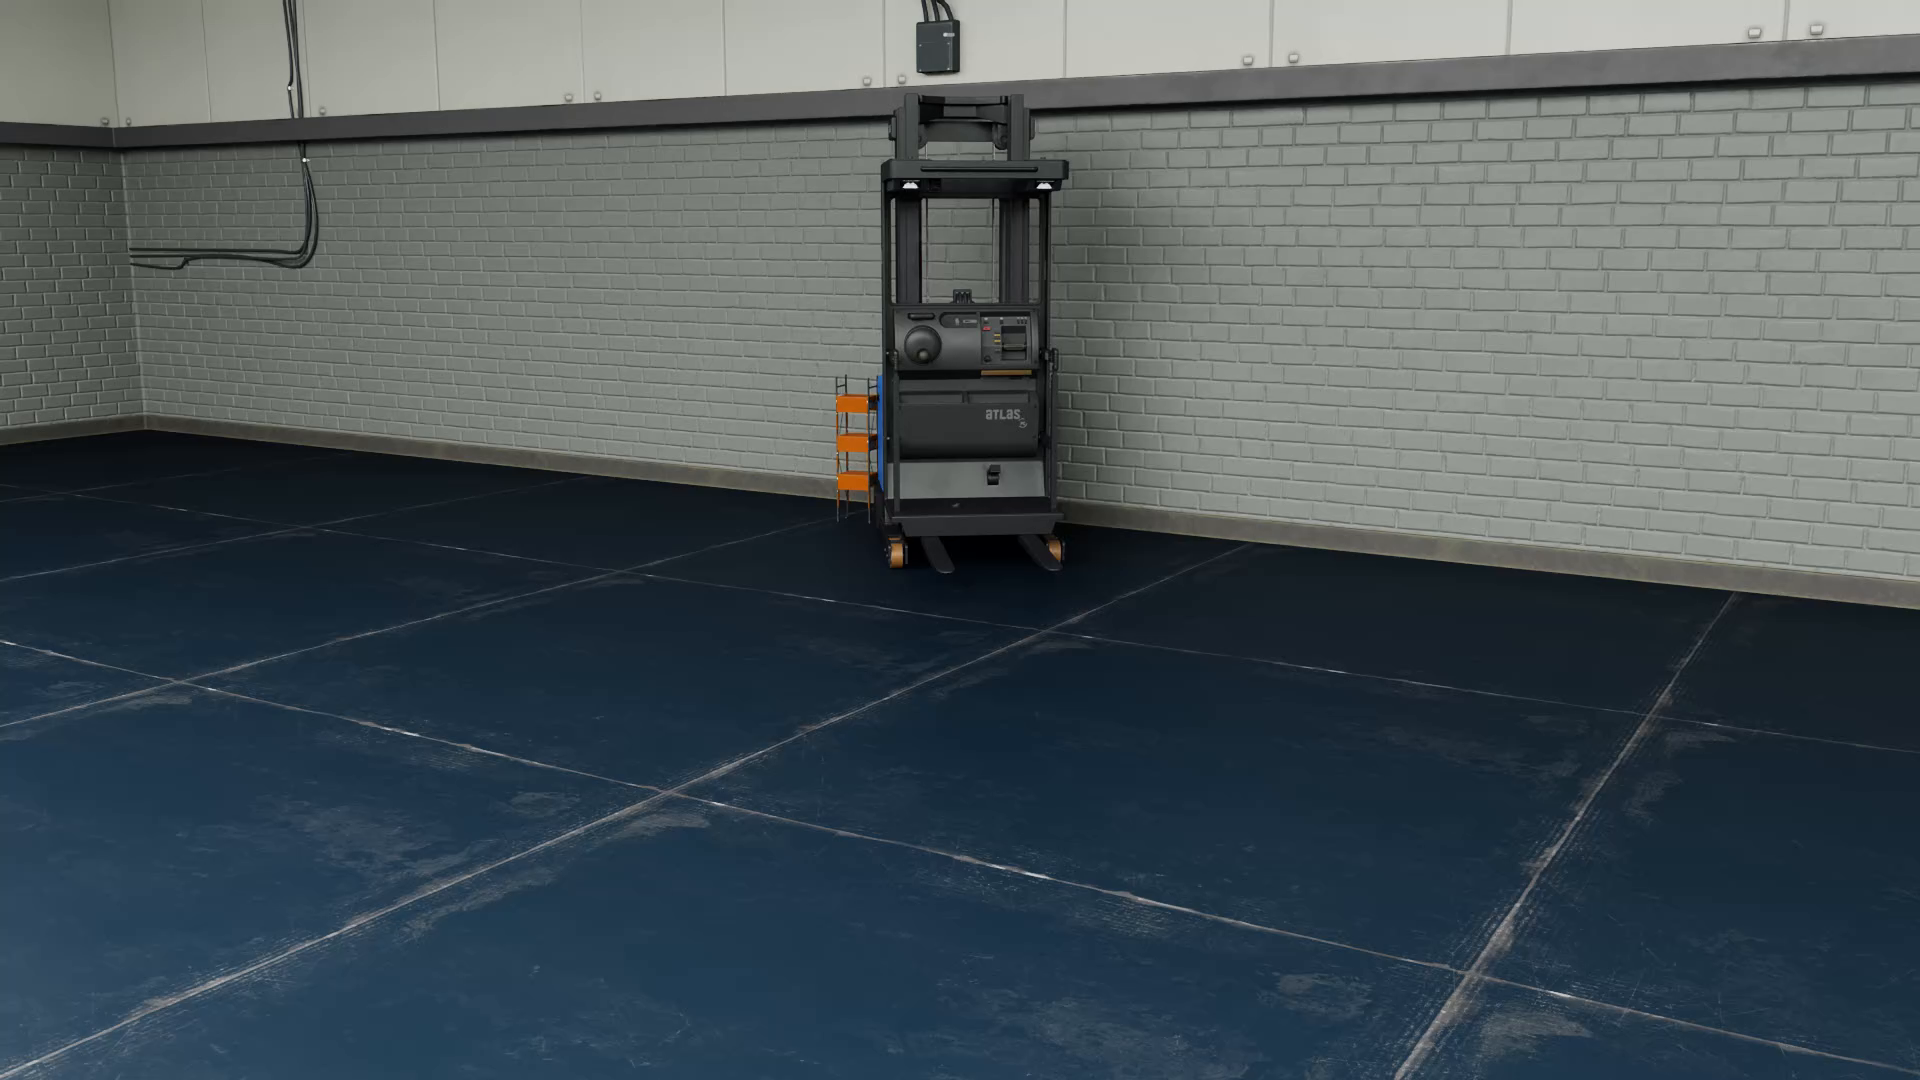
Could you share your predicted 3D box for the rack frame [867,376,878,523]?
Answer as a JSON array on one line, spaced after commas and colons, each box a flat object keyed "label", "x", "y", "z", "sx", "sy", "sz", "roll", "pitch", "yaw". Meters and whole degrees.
[{"label": "rack frame", "x": -0.624, "y": -0.653, "z": 12.005, "sx": 0.008, "sy": 1.050, "sz": 0.200, "roll": 3, "pitch": 11, "yaw": 18}]

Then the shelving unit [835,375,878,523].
[{"label": "shelving unit", "x": -0.740, "y": -0.660, "z": 12.042, "sx": 0.252, "sy": 1.050, "sz": 0.215, "roll": 3, "pitch": 11, "yaw": 18}]

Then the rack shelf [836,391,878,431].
[{"label": "rack shelf", "x": -0.740, "y": -0.929, "z": 11.992, "sx": 0.240, "sy": 0.259, "sz": 0.215, "roll": 3, "pitch": 11, "yaw": 18}]

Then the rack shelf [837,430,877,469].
[{"label": "rack shelf", "x": -0.740, "y": -0.650, "z": 12.044, "sx": 0.240, "sy": 0.259, "sz": 0.215, "roll": 3, "pitch": 11, "yaw": 18}]

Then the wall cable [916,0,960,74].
[{"label": "wall cable", "x": 0.688, "y": -6.218, "z": 10.886, "sx": 2.305, "sy": 6.003, "sz": 0.169, "roll": 6, "pitch": 12, "yaw": 31}]

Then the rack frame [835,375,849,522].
[{"label": "rack frame", "x": -0.856, "y": -0.667, "z": 12.079, "sx": 0.008, "sy": 1.050, "sz": 0.200, "roll": 3, "pitch": 11, "yaw": 18}]

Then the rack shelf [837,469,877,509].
[{"label": "rack shelf", "x": -0.740, "y": -0.377, "z": 12.095, "sx": 0.240, "sy": 0.259, "sz": 0.215, "roll": 3, "pitch": 11, "yaw": 18}]

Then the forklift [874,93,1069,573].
[{"label": "forklift", "x": 0.067, "y": -1.326, "z": 10.488, "sx": 1.130, "sy": 2.935, "sz": 3.031, "roll": -1, "pitch": 11, "yaw": -6}]

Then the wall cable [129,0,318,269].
[{"label": "wall cable", "x": -7.417, "y": -3.930, "z": 16.343, "sx": 3.097, "sy": 2.526, "sz": 0.112, "roll": 6, "pitch": 12, "yaw": 31}]
